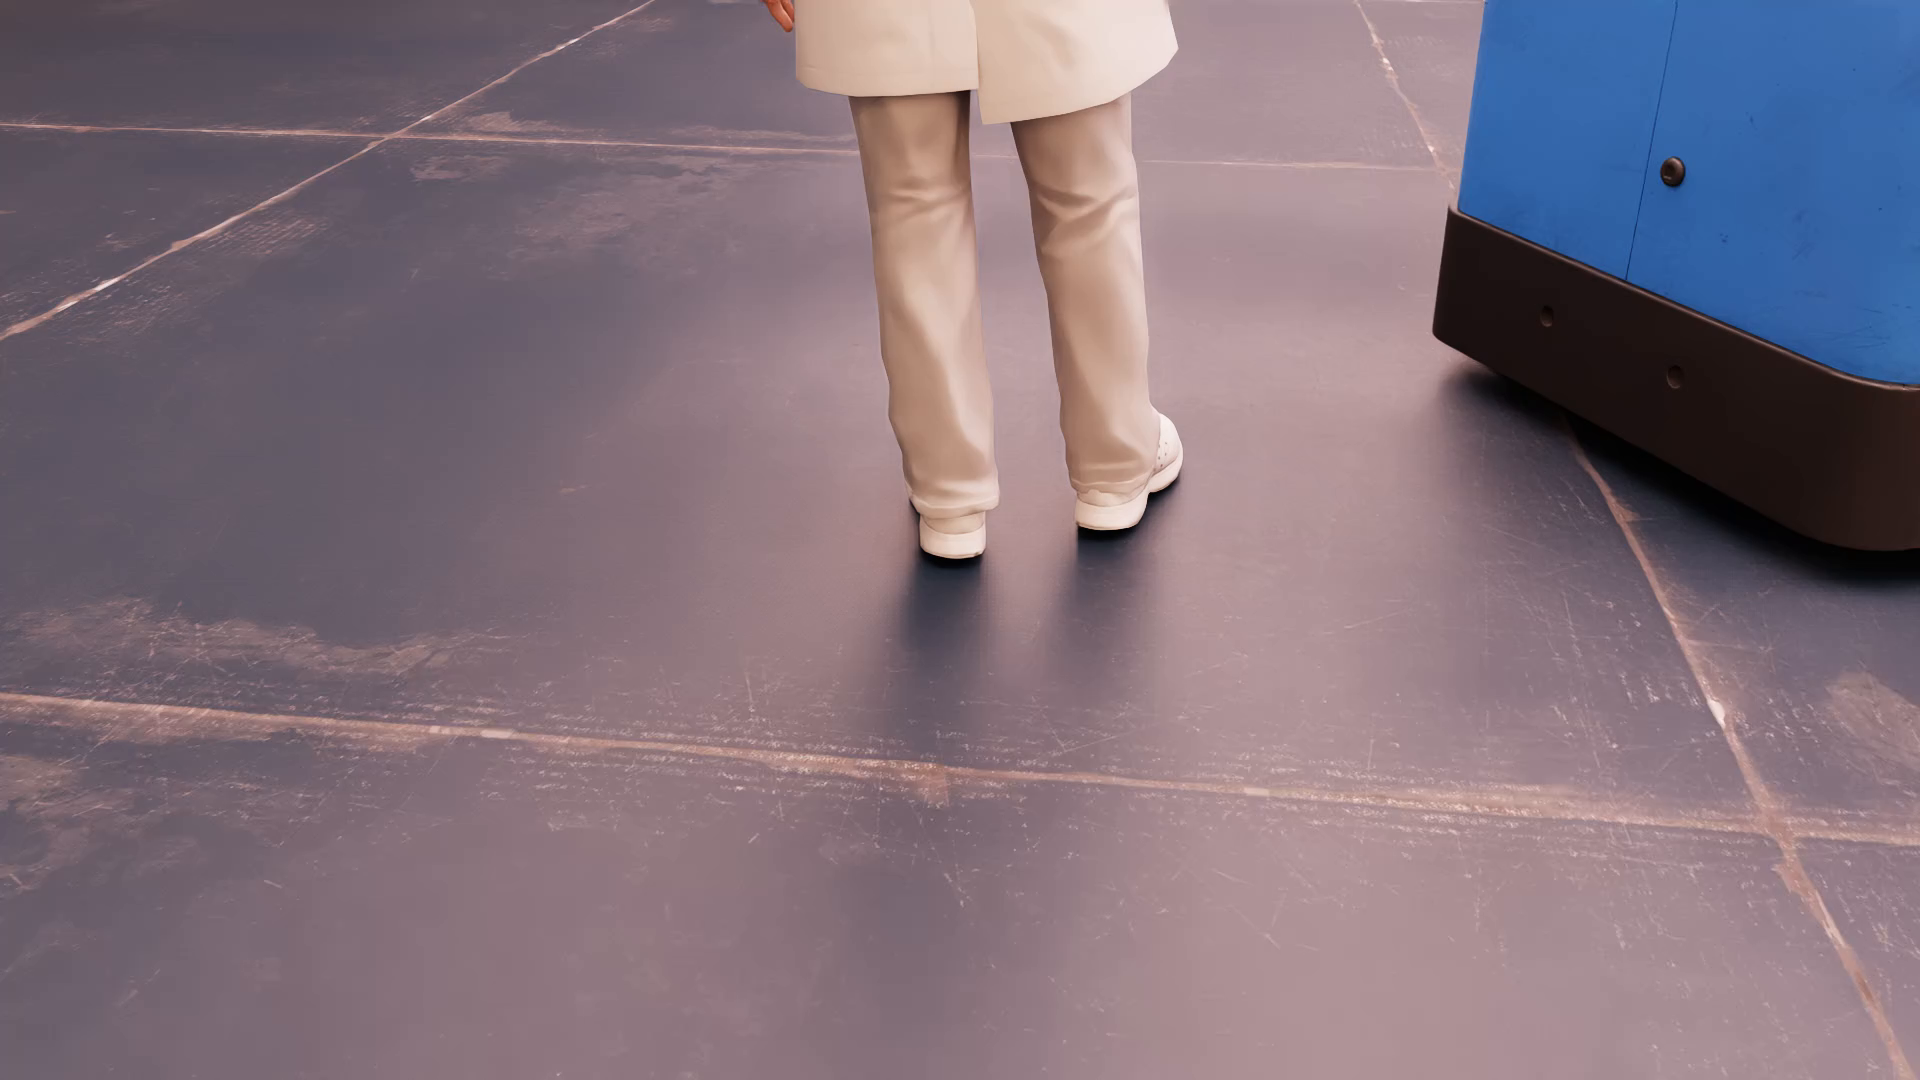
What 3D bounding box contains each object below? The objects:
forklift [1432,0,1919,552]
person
[{"bbox_3d":[2.455,-1.672,2.568,3.031,2.935,1.130,-9,28,-18],"label":"forklift"},{"bbox_3d":[0.017,-0.841,2.180,0.694,1.775,0.581,3,27,7],"label":"person"}]
